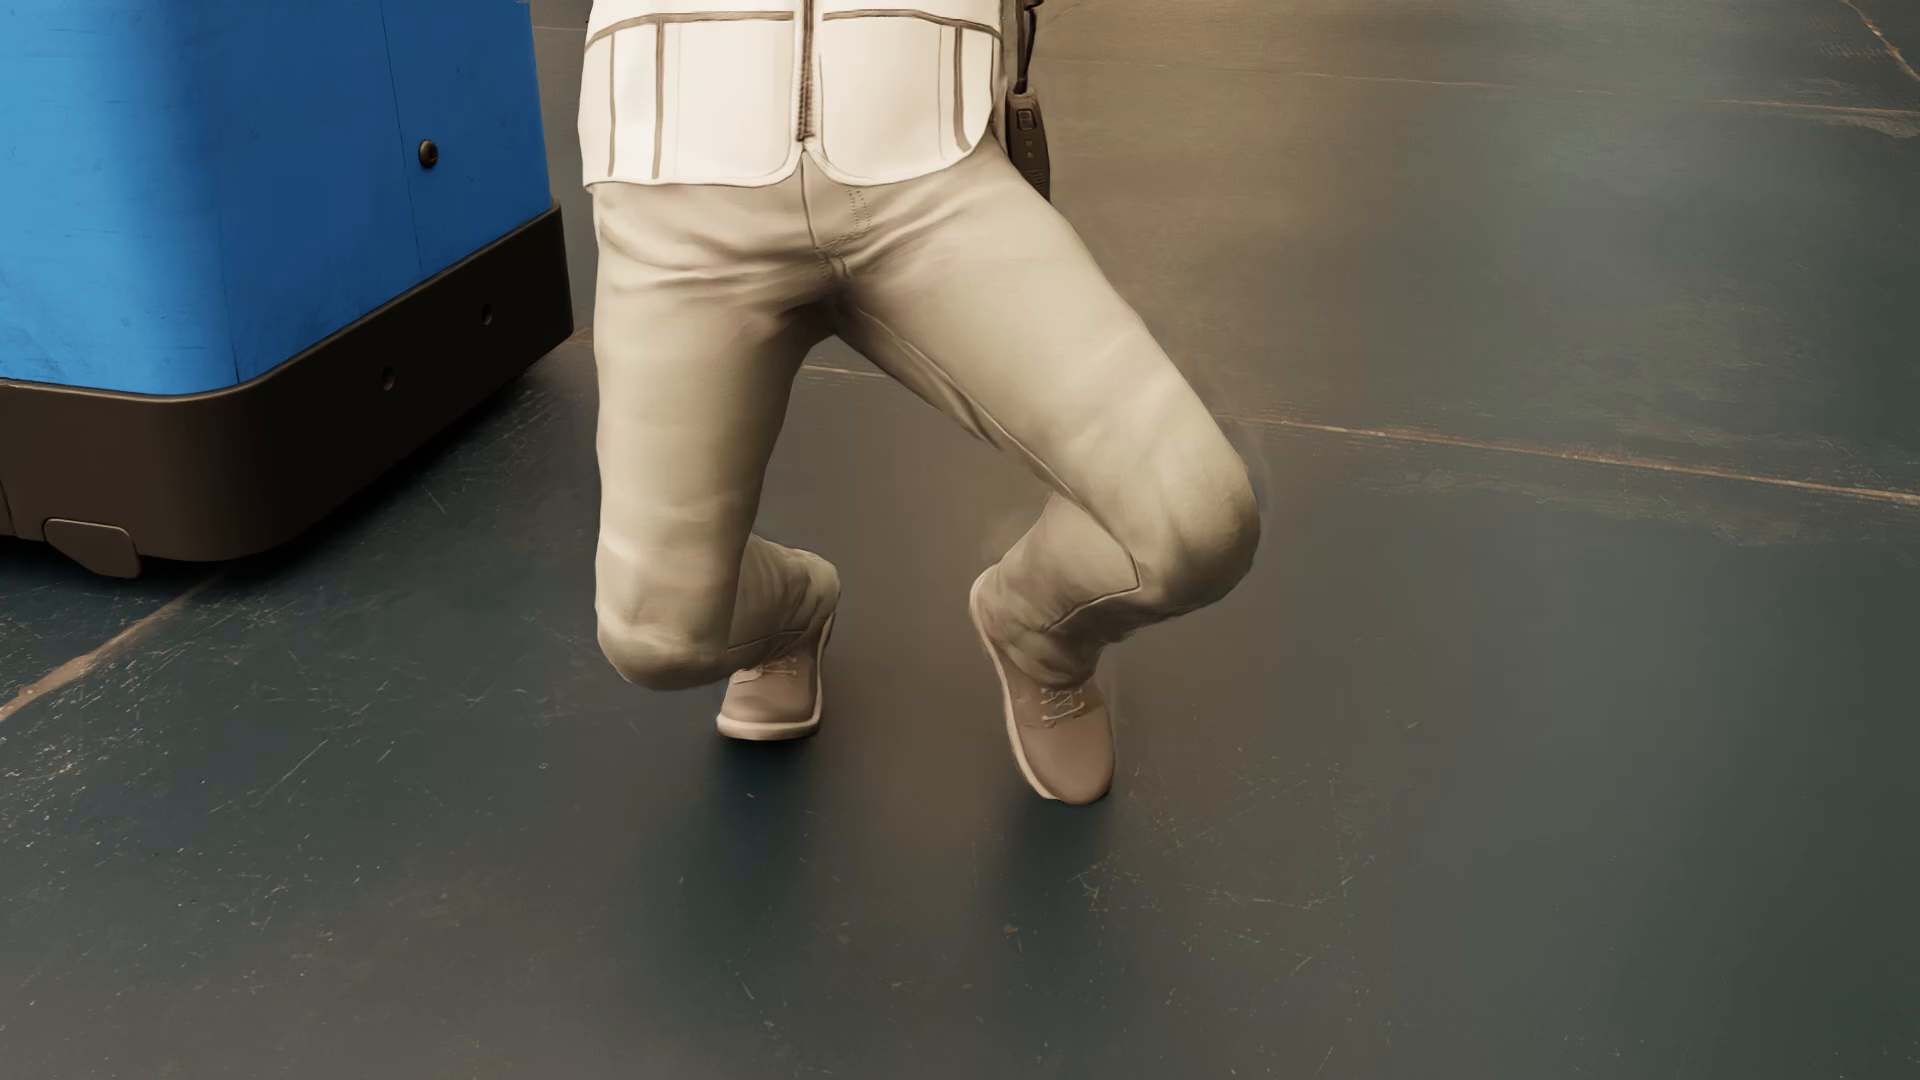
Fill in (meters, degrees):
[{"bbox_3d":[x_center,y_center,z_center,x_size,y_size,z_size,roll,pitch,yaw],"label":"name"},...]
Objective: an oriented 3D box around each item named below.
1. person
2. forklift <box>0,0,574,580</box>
[{"bbox_3d":[0.029,-0.428,1.651,0.964,1.579,0.753,-2,27,-5],"label":"person"},{"bbox_3d":[-2.295,-1.604,2.420,3.031,2.935,1.130,7,28,13],"label":"forklift"}]
